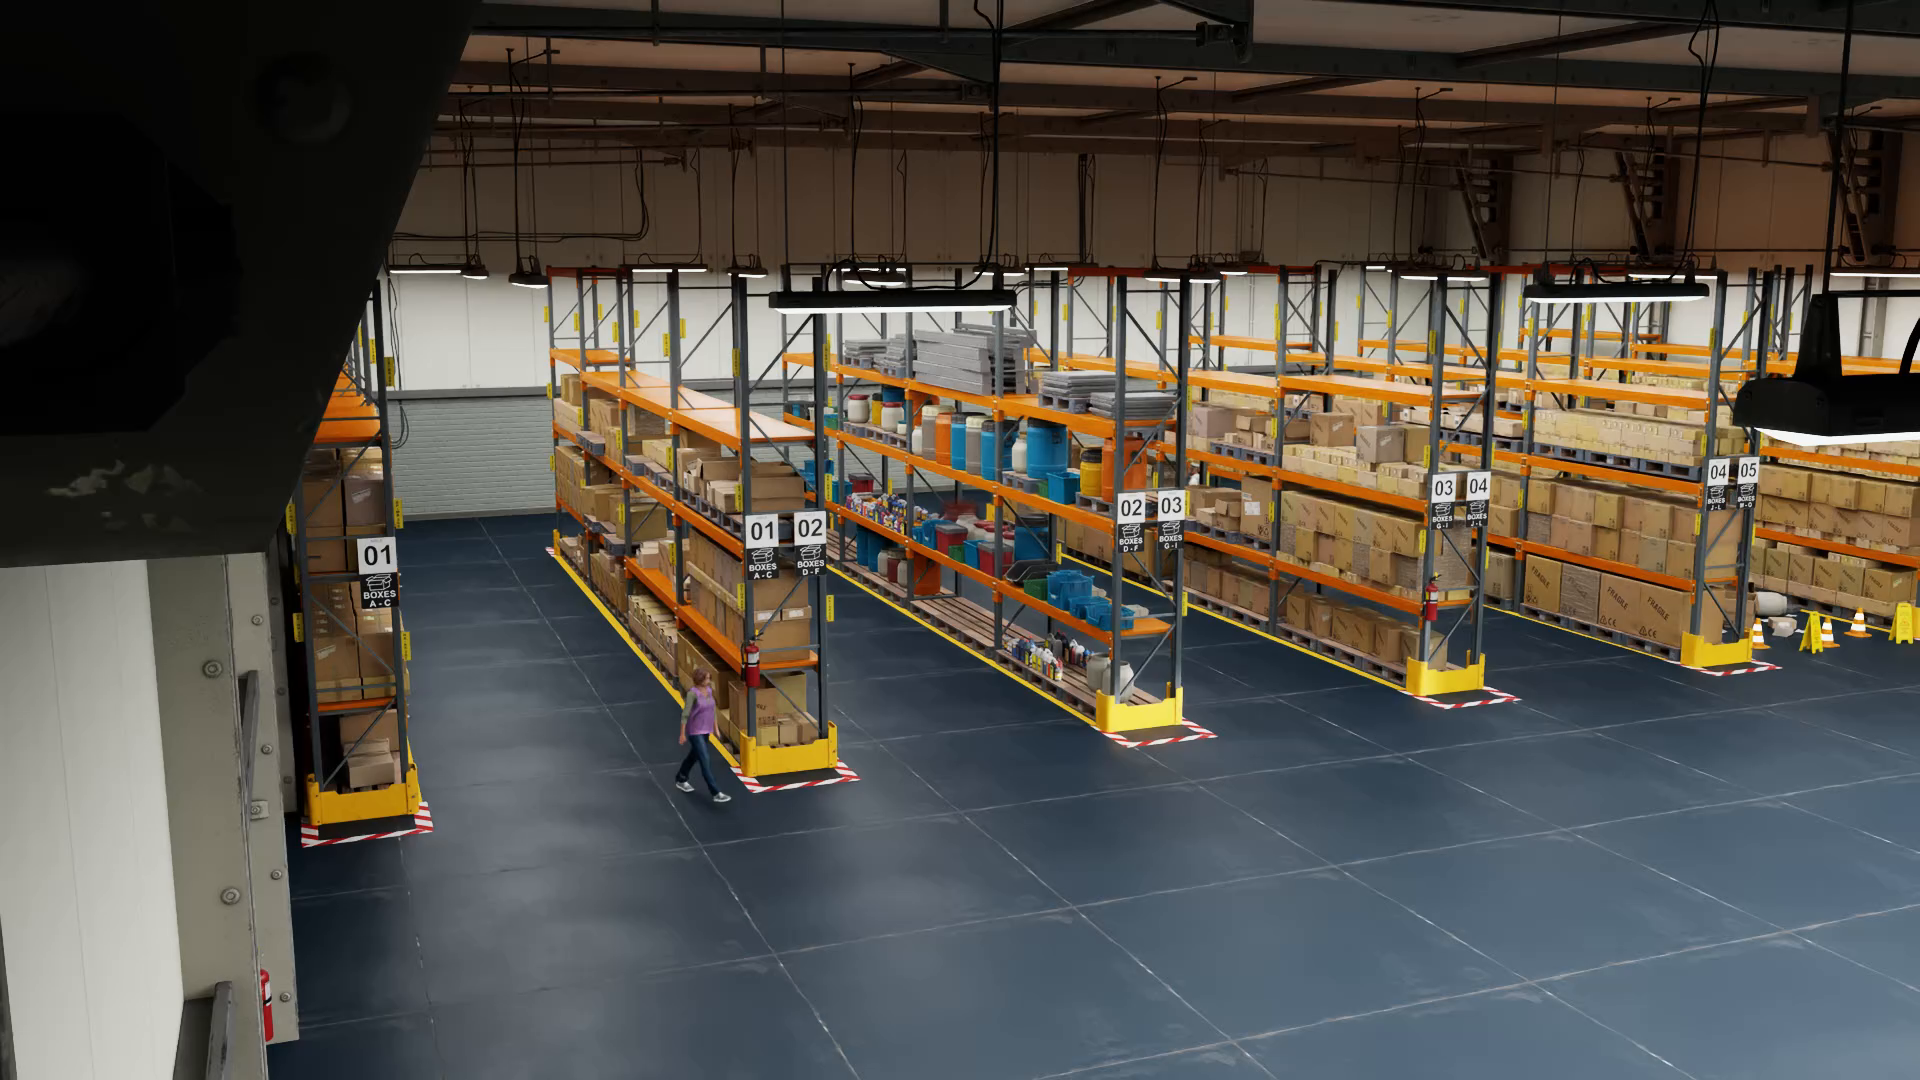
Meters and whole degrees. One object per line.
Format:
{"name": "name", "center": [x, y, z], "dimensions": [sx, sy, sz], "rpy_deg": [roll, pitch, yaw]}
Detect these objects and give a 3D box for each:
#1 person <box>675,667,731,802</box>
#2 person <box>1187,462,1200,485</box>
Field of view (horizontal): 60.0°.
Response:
{"name": "person", "center": [-2.970, 2.234, 19.288], "dimensions": [0.951, 1.536, 0.469], "rpy_deg": [5, 11, 25]}
{"name": "person", "center": [5.129, -0.797, 36.129], "dimensions": [0.464, 1.759, 0.587], "rpy_deg": [6, 12, 31]}
